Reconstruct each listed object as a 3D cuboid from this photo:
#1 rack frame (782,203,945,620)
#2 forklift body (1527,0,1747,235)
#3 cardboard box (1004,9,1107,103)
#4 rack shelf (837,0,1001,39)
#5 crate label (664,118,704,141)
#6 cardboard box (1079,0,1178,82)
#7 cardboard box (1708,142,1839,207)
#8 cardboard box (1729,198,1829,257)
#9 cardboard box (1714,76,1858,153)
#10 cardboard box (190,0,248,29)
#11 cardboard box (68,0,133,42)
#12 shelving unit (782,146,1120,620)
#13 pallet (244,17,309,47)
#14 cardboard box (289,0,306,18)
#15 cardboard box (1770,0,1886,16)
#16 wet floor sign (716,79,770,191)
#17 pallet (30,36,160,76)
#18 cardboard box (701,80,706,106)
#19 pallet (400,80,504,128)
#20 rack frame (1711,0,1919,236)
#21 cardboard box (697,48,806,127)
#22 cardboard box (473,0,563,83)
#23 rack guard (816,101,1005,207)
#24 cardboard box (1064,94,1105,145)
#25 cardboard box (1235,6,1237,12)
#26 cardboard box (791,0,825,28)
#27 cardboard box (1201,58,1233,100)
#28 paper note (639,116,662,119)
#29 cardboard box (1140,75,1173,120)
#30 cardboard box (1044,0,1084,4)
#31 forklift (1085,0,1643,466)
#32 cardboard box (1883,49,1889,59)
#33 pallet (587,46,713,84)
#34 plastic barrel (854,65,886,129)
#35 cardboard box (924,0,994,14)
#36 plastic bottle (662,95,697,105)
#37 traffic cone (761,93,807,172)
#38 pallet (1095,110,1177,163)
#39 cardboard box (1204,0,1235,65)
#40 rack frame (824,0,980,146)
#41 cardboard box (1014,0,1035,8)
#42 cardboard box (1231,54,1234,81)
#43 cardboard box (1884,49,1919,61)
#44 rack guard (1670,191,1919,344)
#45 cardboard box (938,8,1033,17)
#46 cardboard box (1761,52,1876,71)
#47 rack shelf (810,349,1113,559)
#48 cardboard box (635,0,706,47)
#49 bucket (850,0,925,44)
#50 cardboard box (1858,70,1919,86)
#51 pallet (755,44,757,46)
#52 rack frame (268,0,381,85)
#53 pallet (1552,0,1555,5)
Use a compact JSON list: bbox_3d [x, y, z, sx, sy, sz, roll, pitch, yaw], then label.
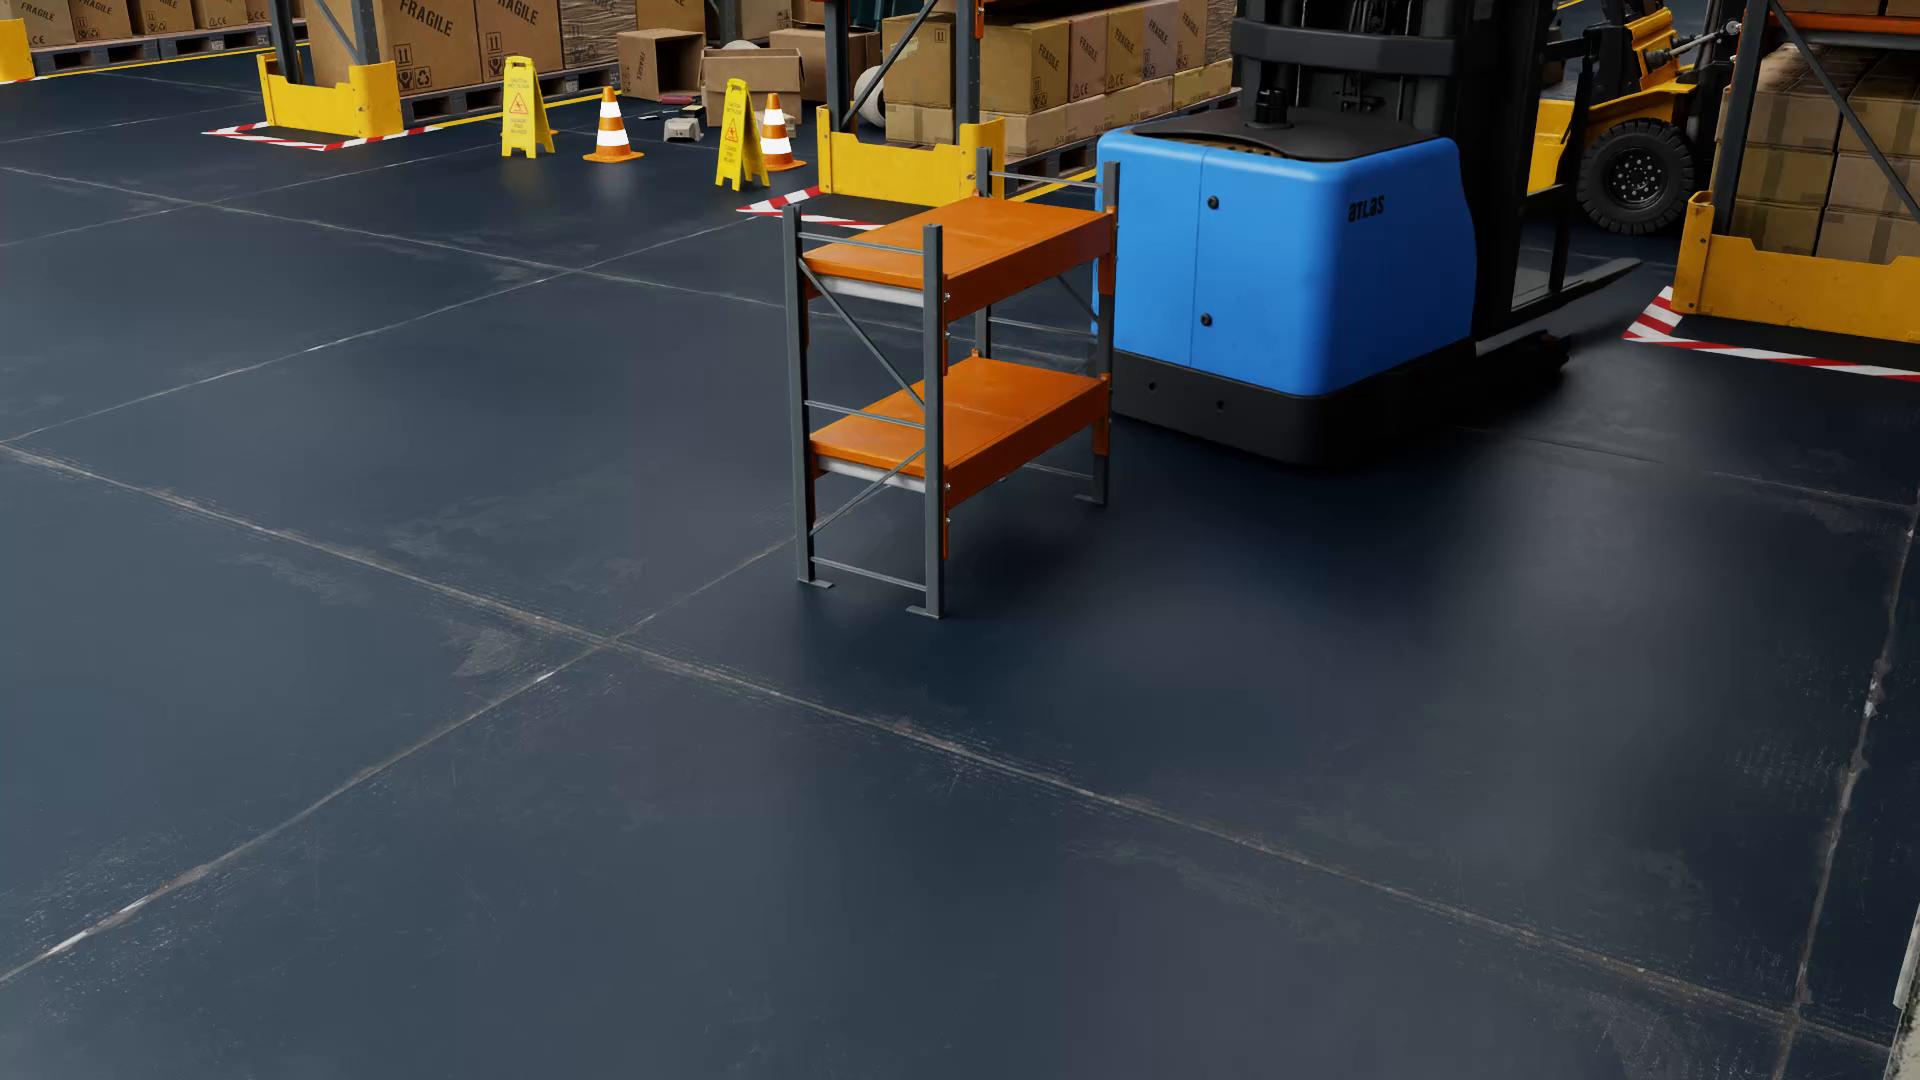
[{"bbox_3d":[-0.265,-0.347,4.635,0.500,1.125,0.032,14,27,29],"label":"rack frame"},{"bbox_3d":[3.328,-3.015,9.508,2.313,2.155,1.214,14,27,29],"label":"forklift body"},{"bbox_3d":[0.603,-3.096,10.615,0.500,0.500,0.500,13,26,27],"label":"cardboard box"},{"bbox_3d":[0.714,-3.766,11.080,1.077,0.370,4.000,14,27,29],"label":"rack shelf"},{"bbox_3d":[-1.971,-2.920,11.822,0.250,0.136,0.298,1,23,2],"label":"crate label"},{"bbox_3d":[1.150,-3.446,11.424,0.500,0.500,0.500,15,28,32],"label":"cardboard box"},{"bbox_3d":[3.869,-1.773,7.872,0.500,0.250,0.500,13,27,28],"label":"cardboard box"},{"bbox_3d":[3.857,-1.538,7.960,0.500,0.250,0.500,14,27,29],"label":"cardboard box"},{"bbox_3d":[3.856,-1.993,7.752,0.500,0.250,0.500,15,28,31],"label":"cardboard box"},{"bbox_3d":[-7.452,-5.346,16.442,0.500,0.500,0.500,11,26,24],"label":"cardboard box"},{"bbox_3d":[-8.131,-4.960,15.550,0.500,0.500,0.500,-20,31,-39],"label":"cardboard box"},{"bbox_3d":[0.004,-0.518,5.032,0.538,1.125,1.048,14,27,29],"label":"shelving unit"},{"bbox_3d":[-6.975,-5.335,17.307,1.003,0.211,1.213,14,27,29],"label":"pallet"},{"bbox_3d":[-6.895,-5.767,17.415,0.500,0.500,0.500,13,27,27],"label":"cardboard box"},{"bbox_3d":[3.914,-2.650,7.469,0.500,0.500,0.500,13,27,28],"label":"cardboard box"},{"bbox_3d":[-1.351,-2.501,10.216,0.232,0.644,0.267,-17,29,-35],"label":"wet floor sign"},{"bbox_3d":[-8.262,-4.511,15.405,1.003,0.211,1.213,14,27,29],"label":"pallet"},{"bbox_3d":[-1.832,-3.554,13.126,0.396,0.266,0.258,20,30,38],"label":"cardboard box"},{"bbox_3d":[-4.245,-3.431,12.911,1.003,0.211,1.213,14,27,29],"label":"pallet"},{"bbox_3d":[3.878,-2.383,6.978,1.000,3.000,0.127,14,27,29],"label":"rack frame"},{"bbox_3d":[-1.566,-3.399,12.469,0.797,0.503,0.637,-3,24,-7],"label":"cardboard box"},{"bbox_3d":[-3.836,-4.183,13.282,0.875,0.875,0.875,13,27,28],"label":"cardboard box"},{"bbox_3d":[-0.301,-2.300,9.934,1.175,0.500,0.348,14,27,29],"label":"rack guard"},{"bbox_3d":[0.595,-2.737,10.730,0.500,0.250,0.500,15,28,31],"label":"cardboard box"},{"bbox_3d":[2.785,-4.414,14.450,0.950,0.372,0.625,15,28,31],"label":"cardboard box"},{"bbox_3d":[-1.727,-5.488,16.455,1.050,0.750,0.750,14,27,29],"label":"cardboard box"},{"bbox_3d":[1.685,-3.447,12.368,0.500,0.250,0.500,15,28,31],"label":"cardboard box"},{"bbox_3d":[-2.352,-3.221,12.654,0.142,0.017,0.144,-17,29,-35],"label":"paper note"},{"bbox_3d":[1.141,-3.094,11.554,0.500,0.250,0.500,14,27,30],"label":"cardboard box"},{"bbox_3d":[0.681,-3.546,11.655,0.500,0.500,0.500,15,28,32],"label":"cardboard box"},{"bbox_3d":[1.859,-2.094,6.397,1.130,2.935,3.031,21,31,40],"label":"forklift"},{"bbox_3d":[4.935,-2.684,9.348,0.500,0.250,0.500,15,28,31],"label":"cardboard box"},{"bbox_3d":[-2.958,-4.255,14.813,1.003,0.211,1.213,14,27,29],"label":"pallet"},{"bbox_3d":[-0.538,-3.254,12.233,0.421,0.421,0.512,-7,24,-17],"label":"plastic barrel"},{"bbox_3d":[-0.004,-3.457,10.633,0.380,0.149,0.250,15,27,30],"label":"cardboard box"},{"bbox_3d":[-2.231,-3.520,13.305,0.283,0.061,0.133,5,24,11],"label":"plastic bottle"},{"bbox_3d":[-1.210,-2.673,10.842,0.336,0.463,0.334,14,27,29],"label":"traffic cone"},{"bbox_3d":[0.802,-2.844,11.555,1.003,0.211,1.213,14,27,29],"label":"pallet"},{"bbox_3d":[1.685,-3.791,12.219,0.500,0.500,0.500,13,27,28],"label":"cardboard box"},{"bbox_3d":[-0.341,-3.422,9.378,1.000,3.000,0.127,14,27,29],"label":"rack frame"},{"bbox_3d":[0.272,-3.630,11.032,0.380,0.149,0.250,15,28,31],"label":"cardboard box"},{"bbox_3d":[2.043,-3.936,13.345,0.950,0.372,0.625,14,27,30],"label":"cardboard box"},{"bbox_3d":[5.102,-2.402,8.698,0.500,0.250,0.500,13,27,28],"label":"cardboard box"},{"bbox_3d":[3.865,-1.227,7.456,1.175,0.500,0.348,14,27,29],"label":"rack guard"},{"bbox_3d":[0.132,-3.199,10.851,0.500,0.500,0.500,15,28,31],"label":"cardboard box"},{"bbox_3d":[4.378,-2.339,8.551,0.500,0.250,0.500,14,27,30],"label":"cardboard box"},{"bbox_3d":[0.004,-0.294,5.129,0.538,0.278,1.000,14,27,29],"label":"rack shelf"},{"bbox_3d":[-2.881,-4.795,14.696,0.875,0.875,0.875,14,27,30],"label":"cardboard box"},{"bbox_3d":[-0.603,-4.441,13.940,0.620,0.611,0.726,-6,22,-39],"label":"bucket"},{"bbox_3d":[4.552,-2.064,7.917,0.500,0.250,0.500,14,27,29],"label":"cardboard box"},{"bbox_3d":[-1.504,-5.185,16.961,1.003,0.211,1.213,14,27,29],"label":"pallet"},{"bbox_3d":[-4.600,-4.425,11.695,1.000,3.000,0.127,14,27,29],"label":"rack frame"},{"bbox_3d":[6.456,-6.432,19.843,1.003,0.211,1.213,14,27,29],"label":"pallet"}]
